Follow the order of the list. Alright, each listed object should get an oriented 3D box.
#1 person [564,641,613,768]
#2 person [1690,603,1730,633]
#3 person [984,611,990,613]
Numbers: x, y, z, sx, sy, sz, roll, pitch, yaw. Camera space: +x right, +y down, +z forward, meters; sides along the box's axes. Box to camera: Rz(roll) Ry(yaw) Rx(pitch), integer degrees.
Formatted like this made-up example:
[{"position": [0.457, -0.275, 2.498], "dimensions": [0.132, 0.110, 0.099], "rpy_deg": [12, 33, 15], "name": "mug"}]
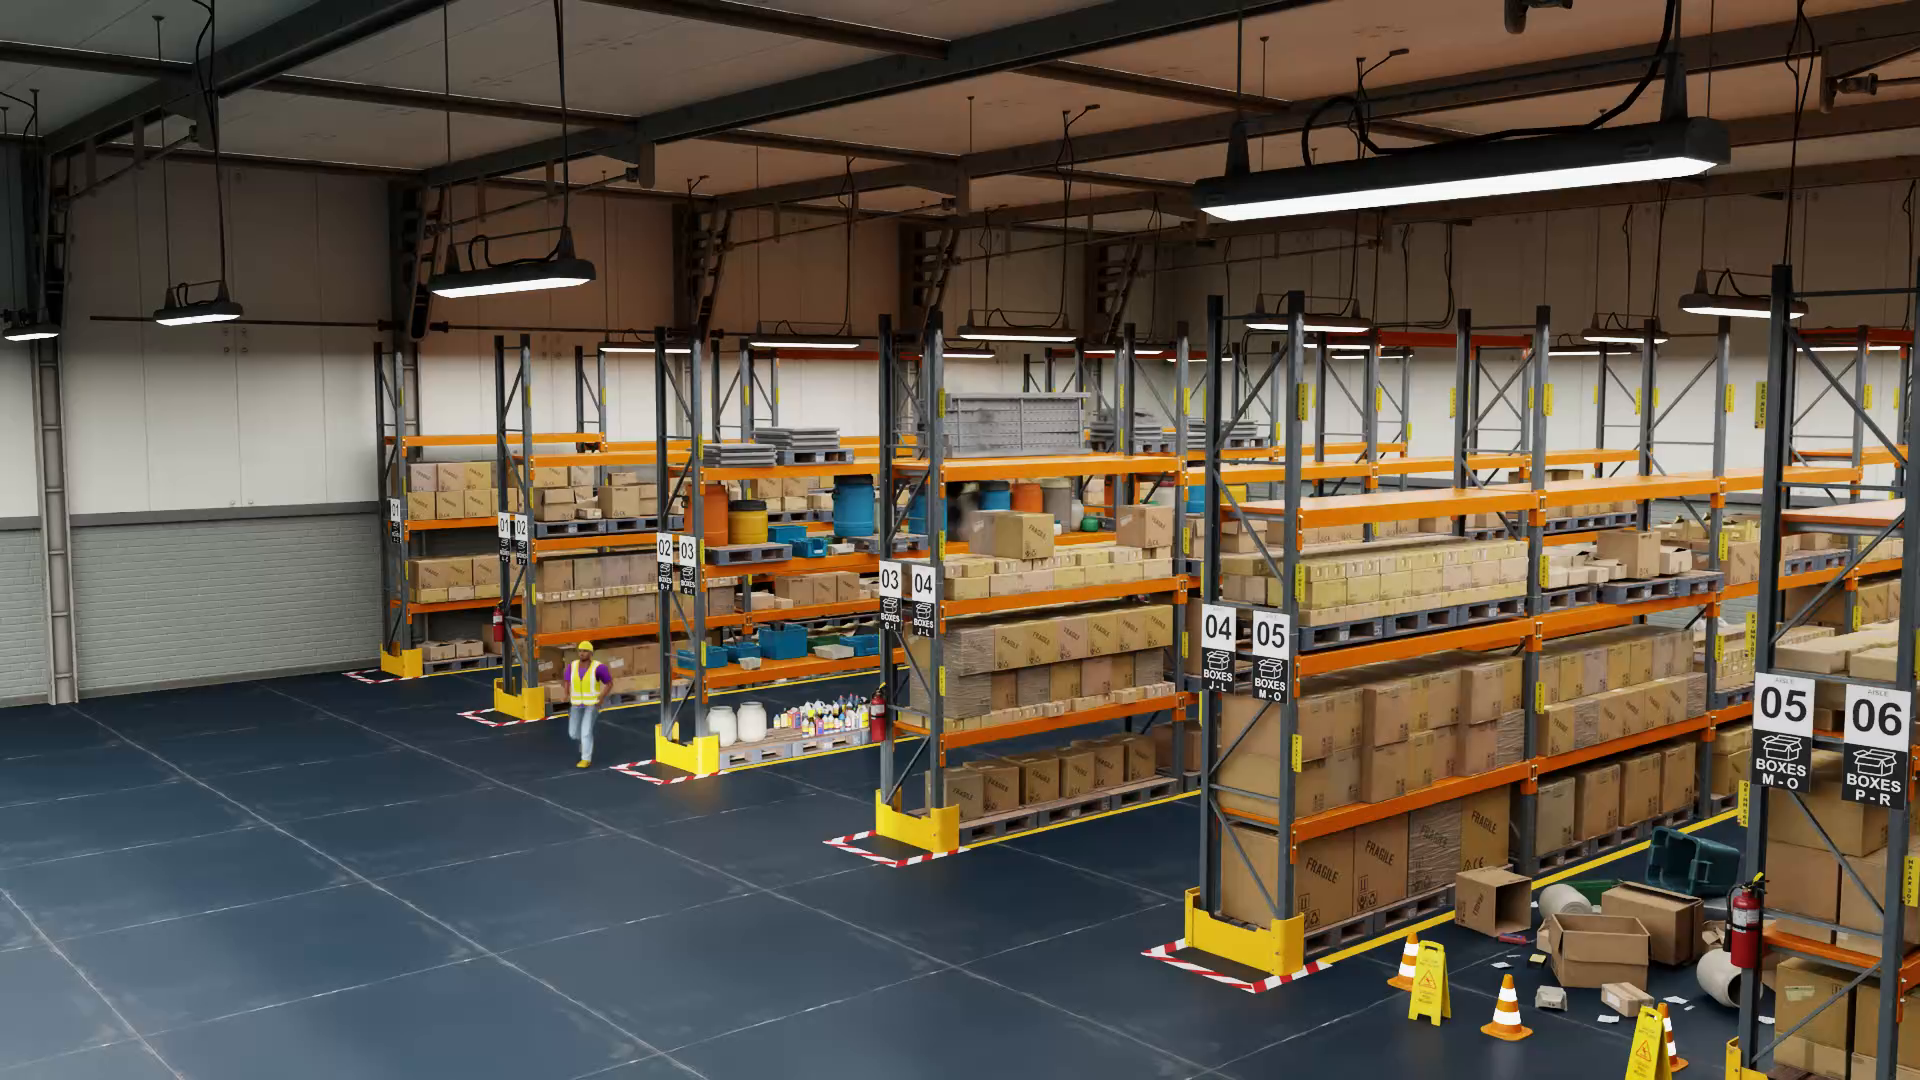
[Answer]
[{"position": [-5.108, 2.233, 22.782], "dimensions": [0.694, 1.722, 0.605], "rpy_deg": [1, 5, 8], "name": "person"}, {"position": [12.617, 1.786, 27.952], "dimensions": [0.698, 1.537, 0.612], "rpy_deg": [3, 6, 32], "name": "person"}, {"position": [0.626, 1.461, 28.698], "dimensions": [0.894, 1.610, 0.593], "rpy_deg": [-4, 7, -38], "name": "person"}]
